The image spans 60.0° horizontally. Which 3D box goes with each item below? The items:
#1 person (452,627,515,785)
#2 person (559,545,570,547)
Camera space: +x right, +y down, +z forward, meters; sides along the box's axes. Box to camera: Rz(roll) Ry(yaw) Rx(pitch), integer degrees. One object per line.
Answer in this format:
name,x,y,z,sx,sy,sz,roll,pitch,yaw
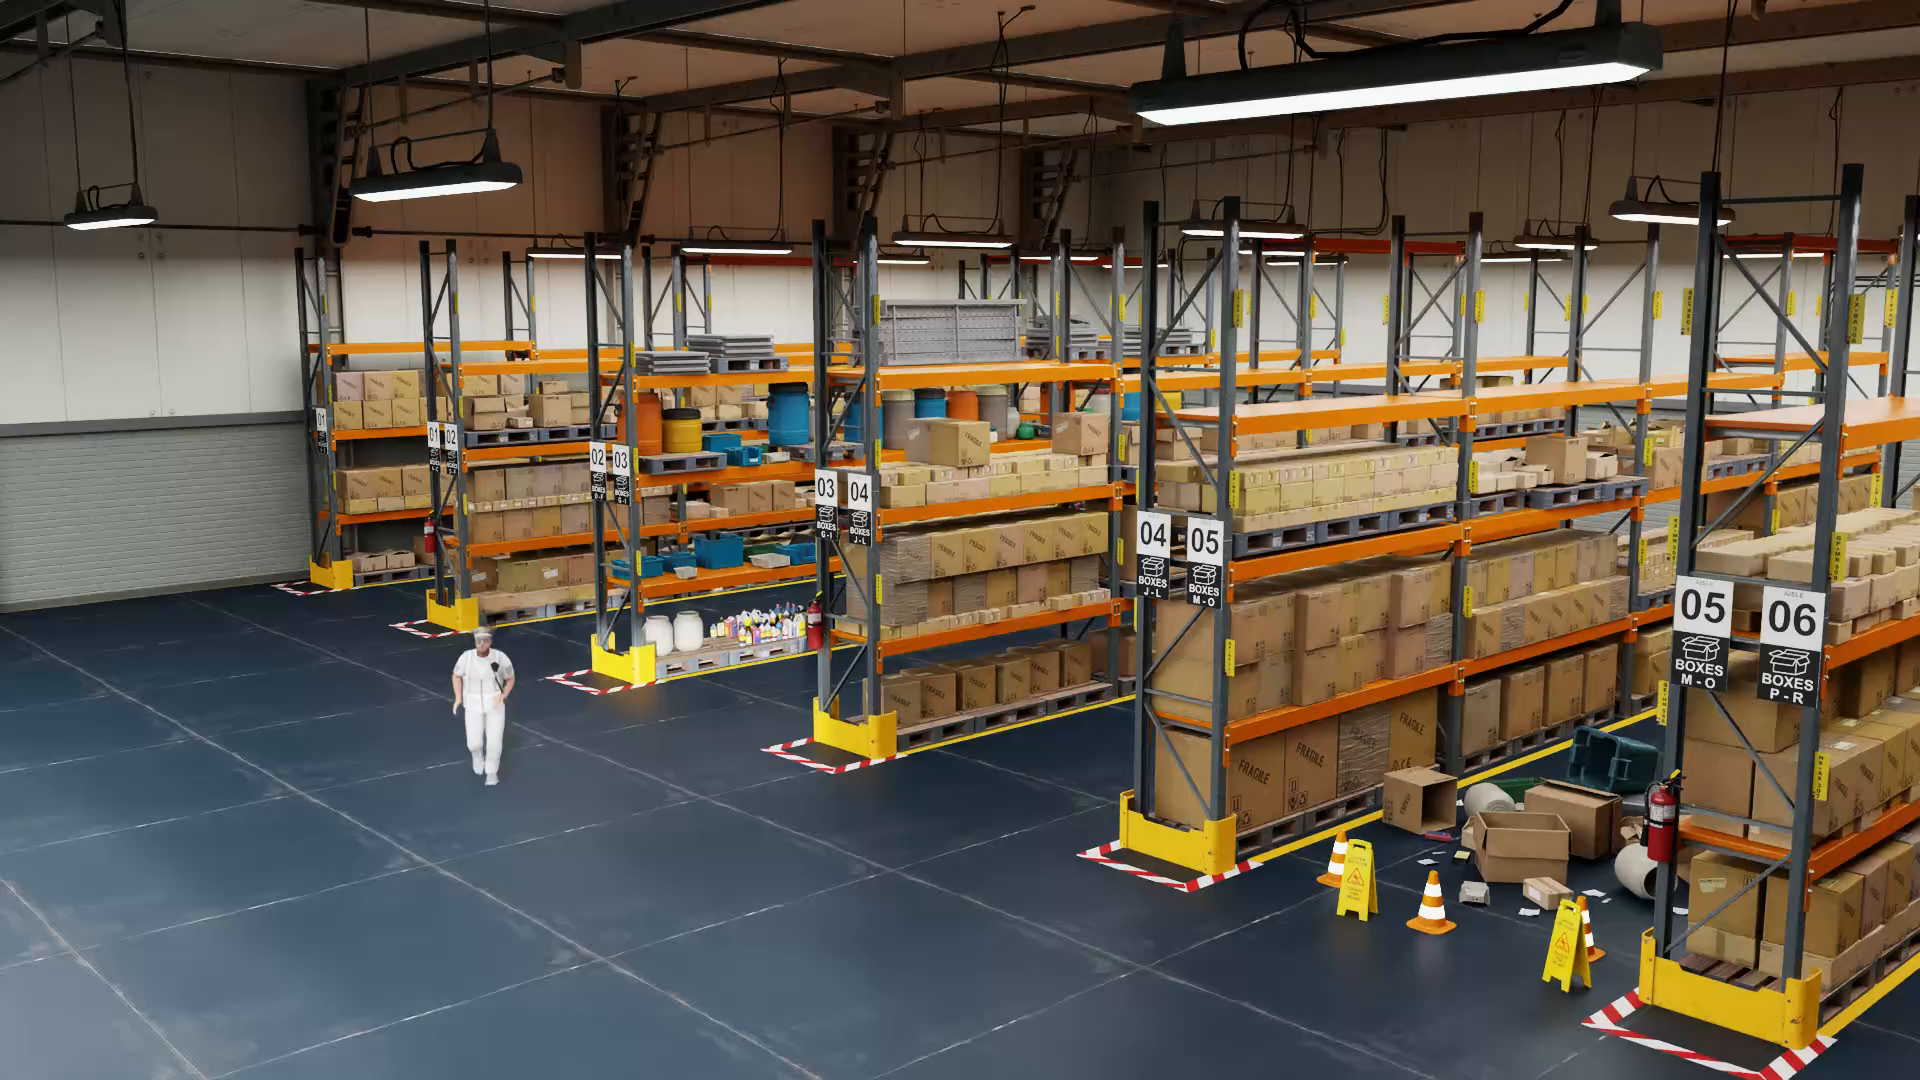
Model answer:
person,-5.027,1.753,17.564,0.653,1.722,0.631,-2,9,-11
person,-6.964,0.091,29.205,0.597,1.698,0.695,8,11,43
